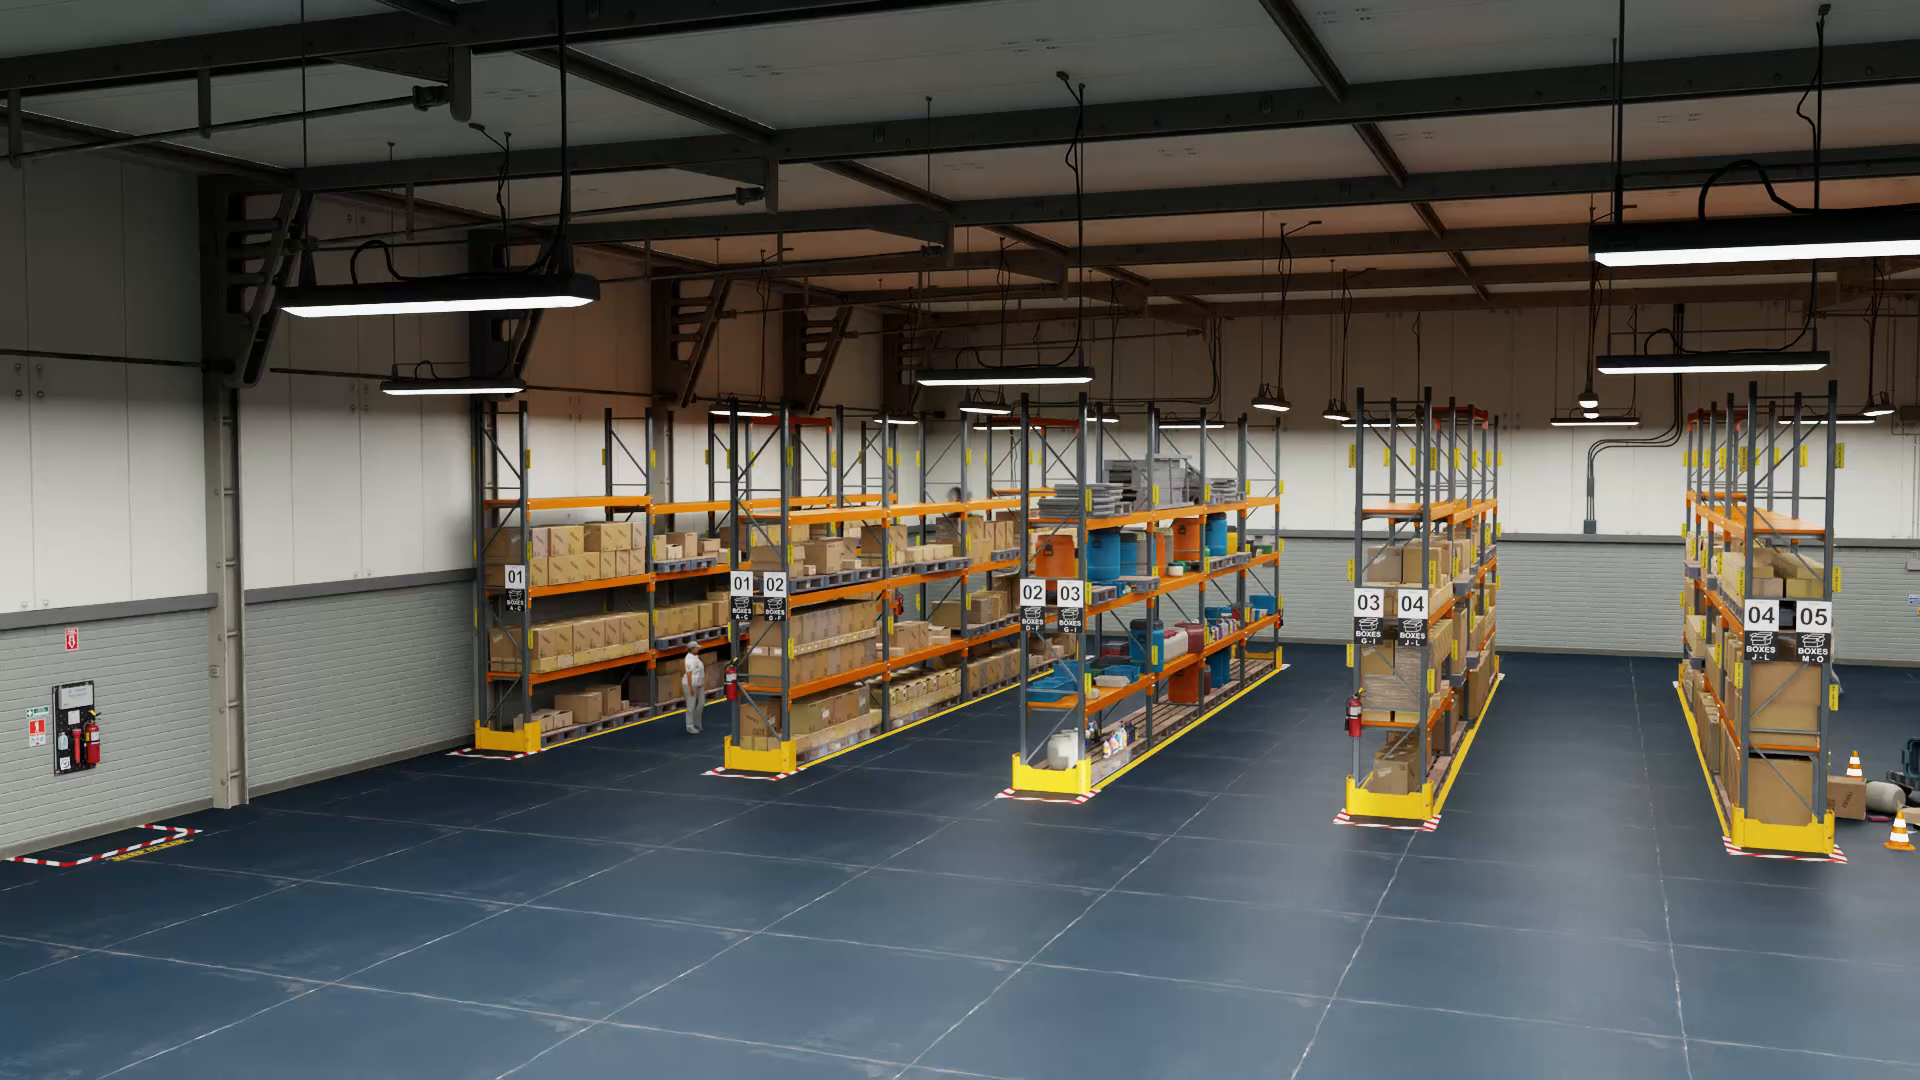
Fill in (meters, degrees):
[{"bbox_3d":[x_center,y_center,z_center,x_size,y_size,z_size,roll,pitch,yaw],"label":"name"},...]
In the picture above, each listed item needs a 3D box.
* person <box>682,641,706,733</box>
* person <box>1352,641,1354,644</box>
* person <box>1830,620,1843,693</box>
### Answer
[{"bbox_3d":[-4.903,2.730,30.559,0.392,1.752,0.532,1,3,15],"label":"person"},{"bbox_3d":[9.025,2.315,36.920,0.670,1.742,0.975,1,3,18],"label":"person"},{"bbox_3d":[18.398,2.426,35.540,0.597,1.627,0.988,-2,3,-34],"label":"person"}]
